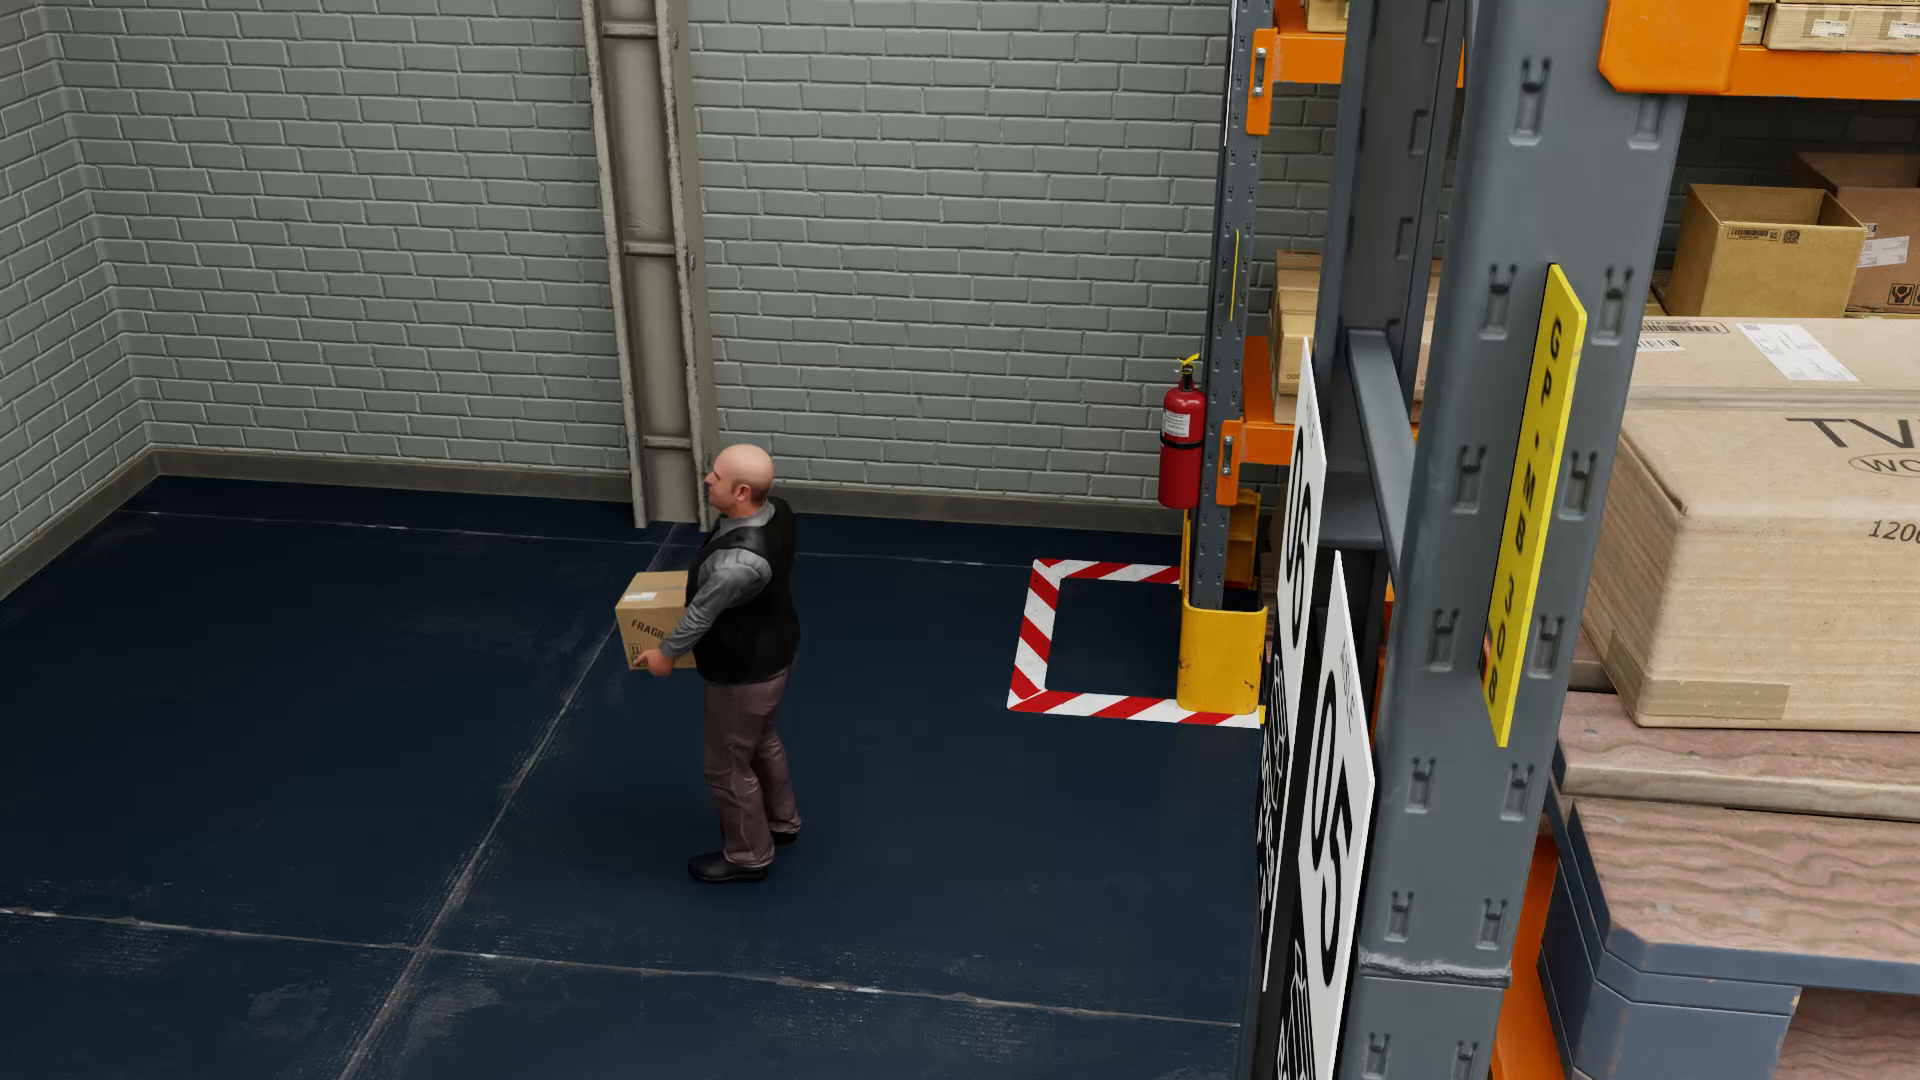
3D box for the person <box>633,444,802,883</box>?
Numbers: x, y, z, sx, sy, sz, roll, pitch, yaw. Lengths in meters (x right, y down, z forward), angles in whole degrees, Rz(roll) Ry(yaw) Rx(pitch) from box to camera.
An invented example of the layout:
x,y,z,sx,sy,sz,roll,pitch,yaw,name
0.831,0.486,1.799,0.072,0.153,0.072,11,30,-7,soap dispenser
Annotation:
x,y,z,sx,sy,sz,roll,pitch,yaw,name
-0.842,0.439,5.837,0.545,1.715,0.494,4,28,7,person
